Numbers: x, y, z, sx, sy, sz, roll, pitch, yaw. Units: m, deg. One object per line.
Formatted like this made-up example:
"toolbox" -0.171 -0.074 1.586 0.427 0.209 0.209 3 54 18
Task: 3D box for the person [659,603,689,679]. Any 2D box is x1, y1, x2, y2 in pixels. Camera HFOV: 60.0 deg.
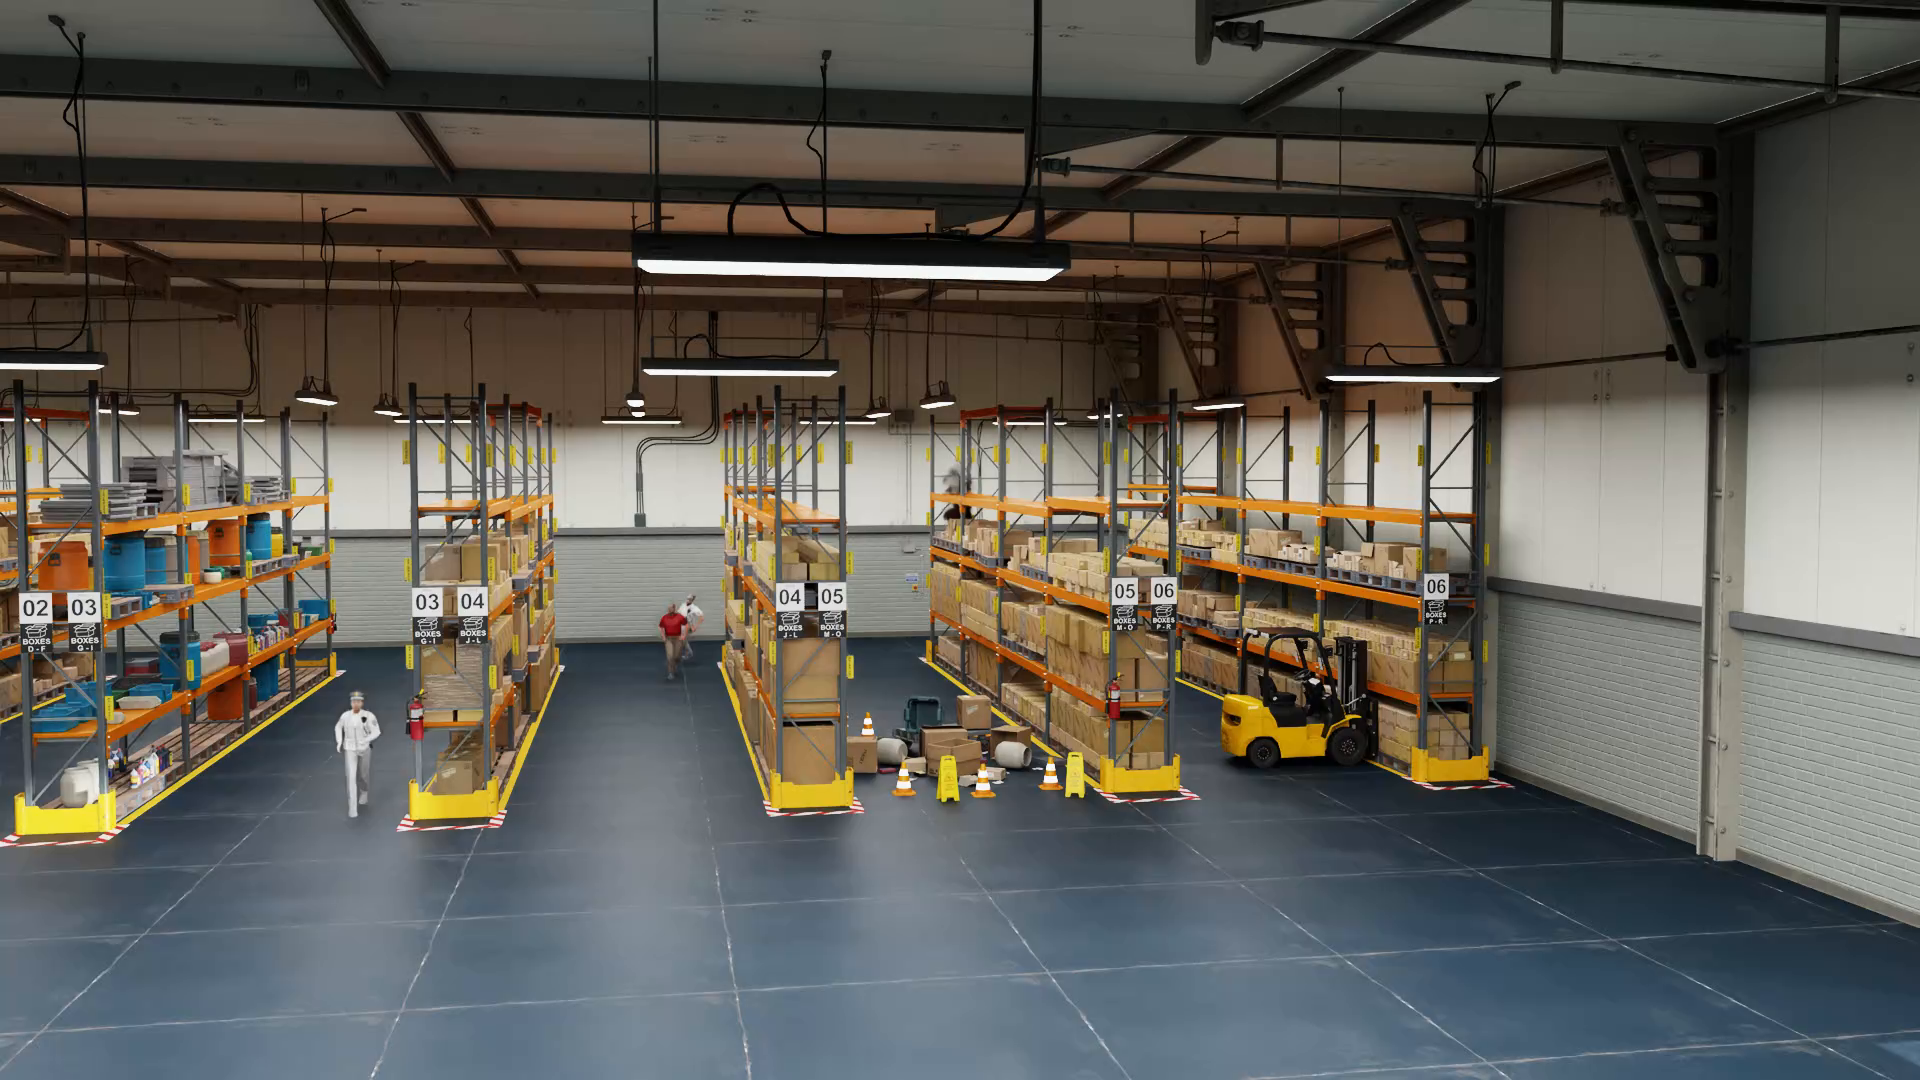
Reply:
"person" -6.441 2.272 37.423 0.671 1.691 0.677 0 3 -1

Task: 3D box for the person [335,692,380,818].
"person" -8.457 2.968 23.338 0.621 1.711 0.834 -1 3 -15

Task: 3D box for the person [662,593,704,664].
"person" -6.740 2.123 40.115 0.937 1.701 0.830 -1 3 -27
